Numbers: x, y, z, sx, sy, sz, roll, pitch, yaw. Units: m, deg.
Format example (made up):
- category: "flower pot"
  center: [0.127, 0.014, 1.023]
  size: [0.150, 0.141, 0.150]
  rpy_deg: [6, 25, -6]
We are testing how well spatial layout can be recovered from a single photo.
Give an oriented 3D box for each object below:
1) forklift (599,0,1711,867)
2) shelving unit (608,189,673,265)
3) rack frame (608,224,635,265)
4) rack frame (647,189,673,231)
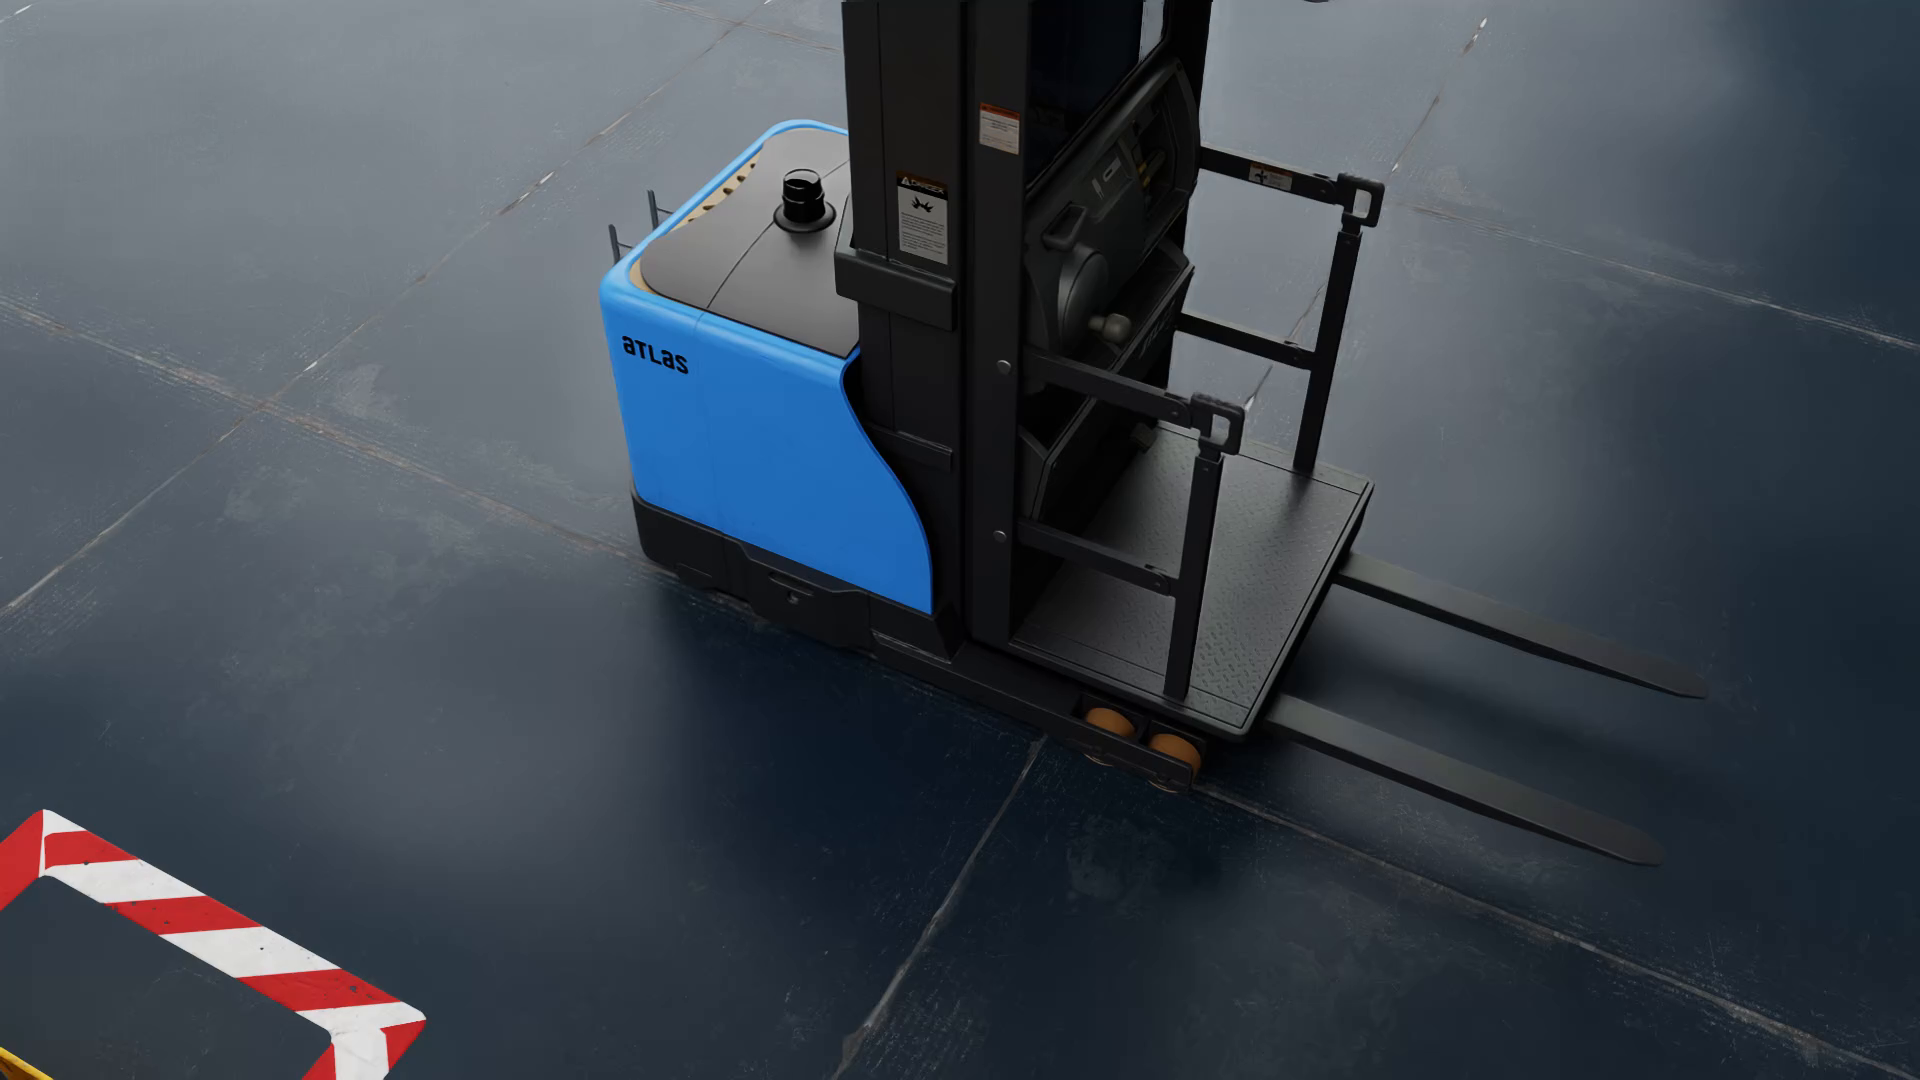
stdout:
- category: "forklift"
  center: [0.560, -0.774, 3.954]
  size: [3.031, 2.935, 1.130]
  rpy_deg: [21, 49, 19]
- category: "shelving unit"
  center: [-0.884, -0.642, 5.252]
  size: [0.258, 0.900, 0.210]
  rpy_deg: [20, 49, 18]
- category: "rack frame"
  center: [-0.930, -0.577, 5.188]
  size: [0.240, 0.900, 0.006]
  rpy_deg: [20, 49, 18]
- category: "rack frame"
  center: [-0.839, -0.706, 5.315]
  size: [0.240, 0.900, 0.006]
  rpy_deg: [20, 49, 18]
